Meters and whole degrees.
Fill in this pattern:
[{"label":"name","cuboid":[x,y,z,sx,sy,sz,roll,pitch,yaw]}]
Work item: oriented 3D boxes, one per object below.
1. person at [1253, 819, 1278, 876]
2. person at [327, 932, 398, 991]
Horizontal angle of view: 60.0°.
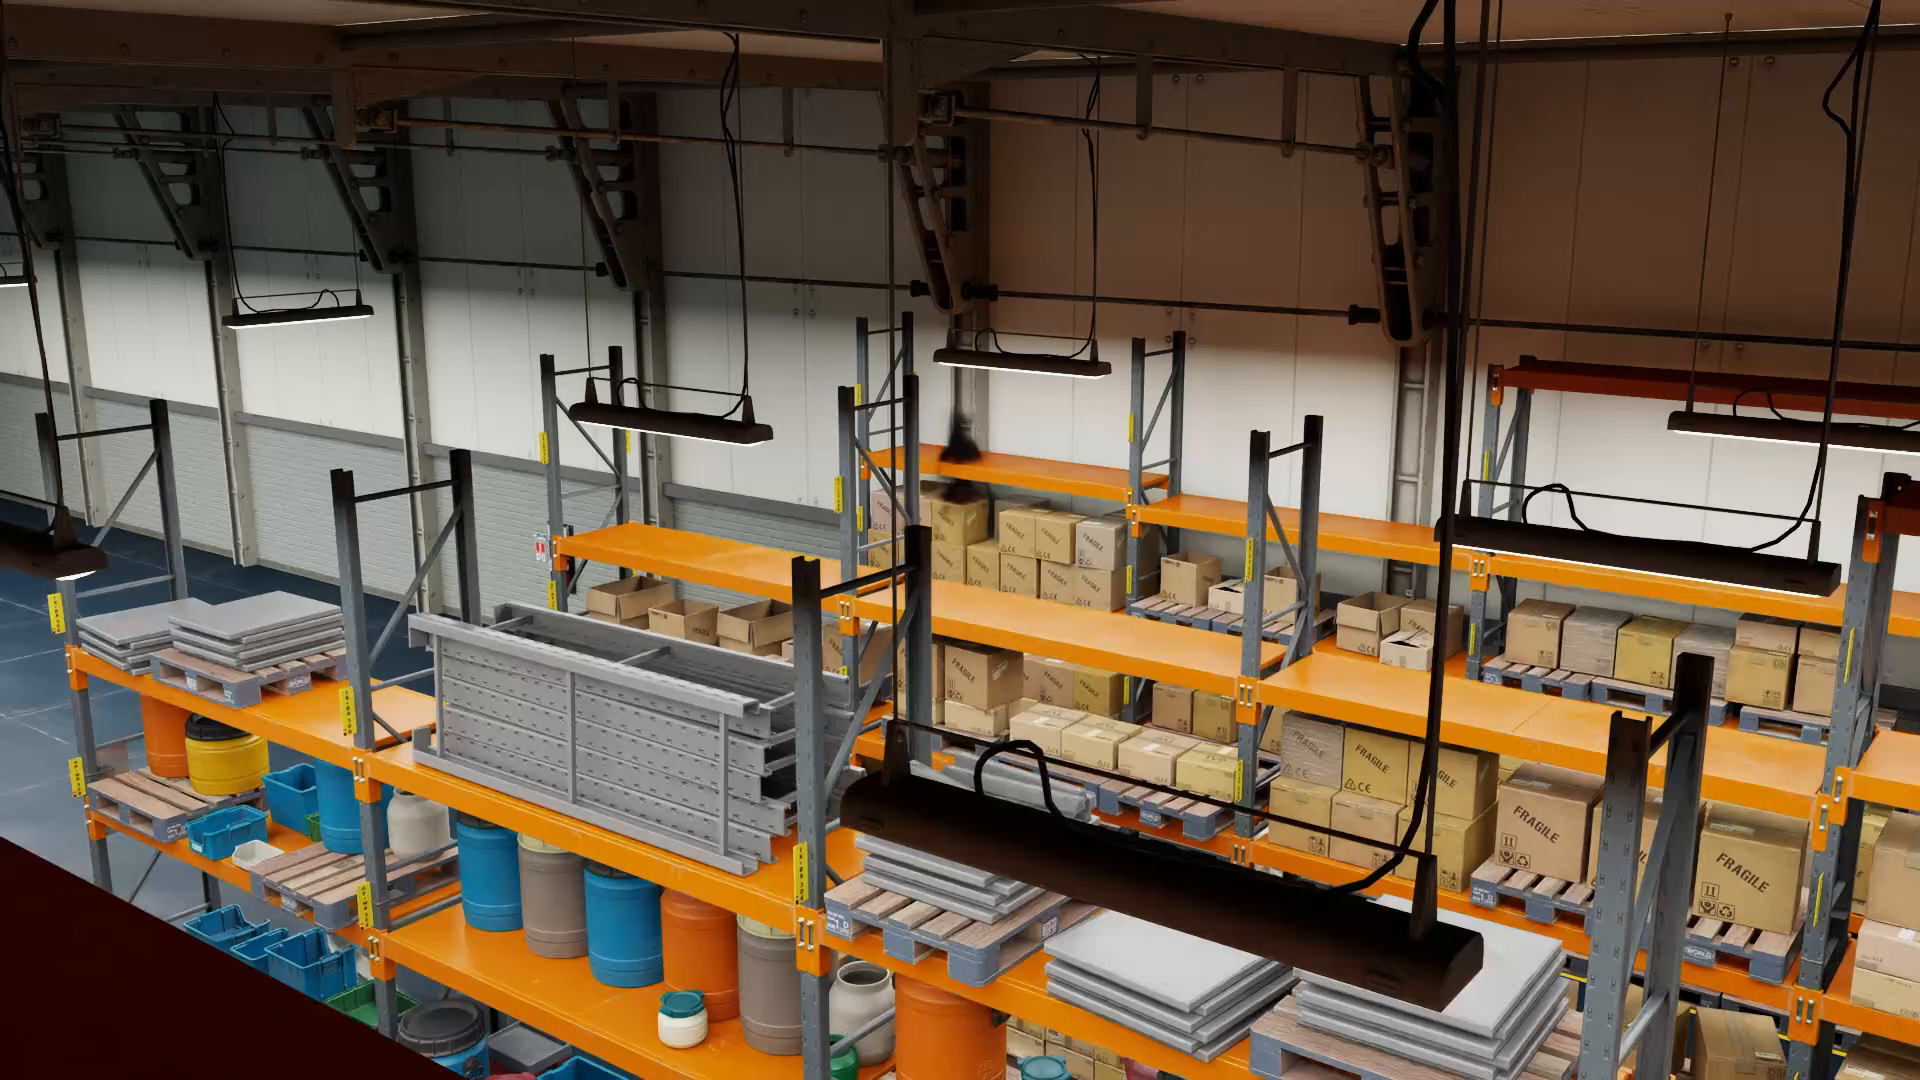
[{"label":"person","cuboid":[2.978,3.395,16.742,0.847,1.778,0.677,8,15,30]},{"label":"person","cuboid":[-5.915,3.686,15.905,0.966,1.563,0.580,4,14,16]}]
